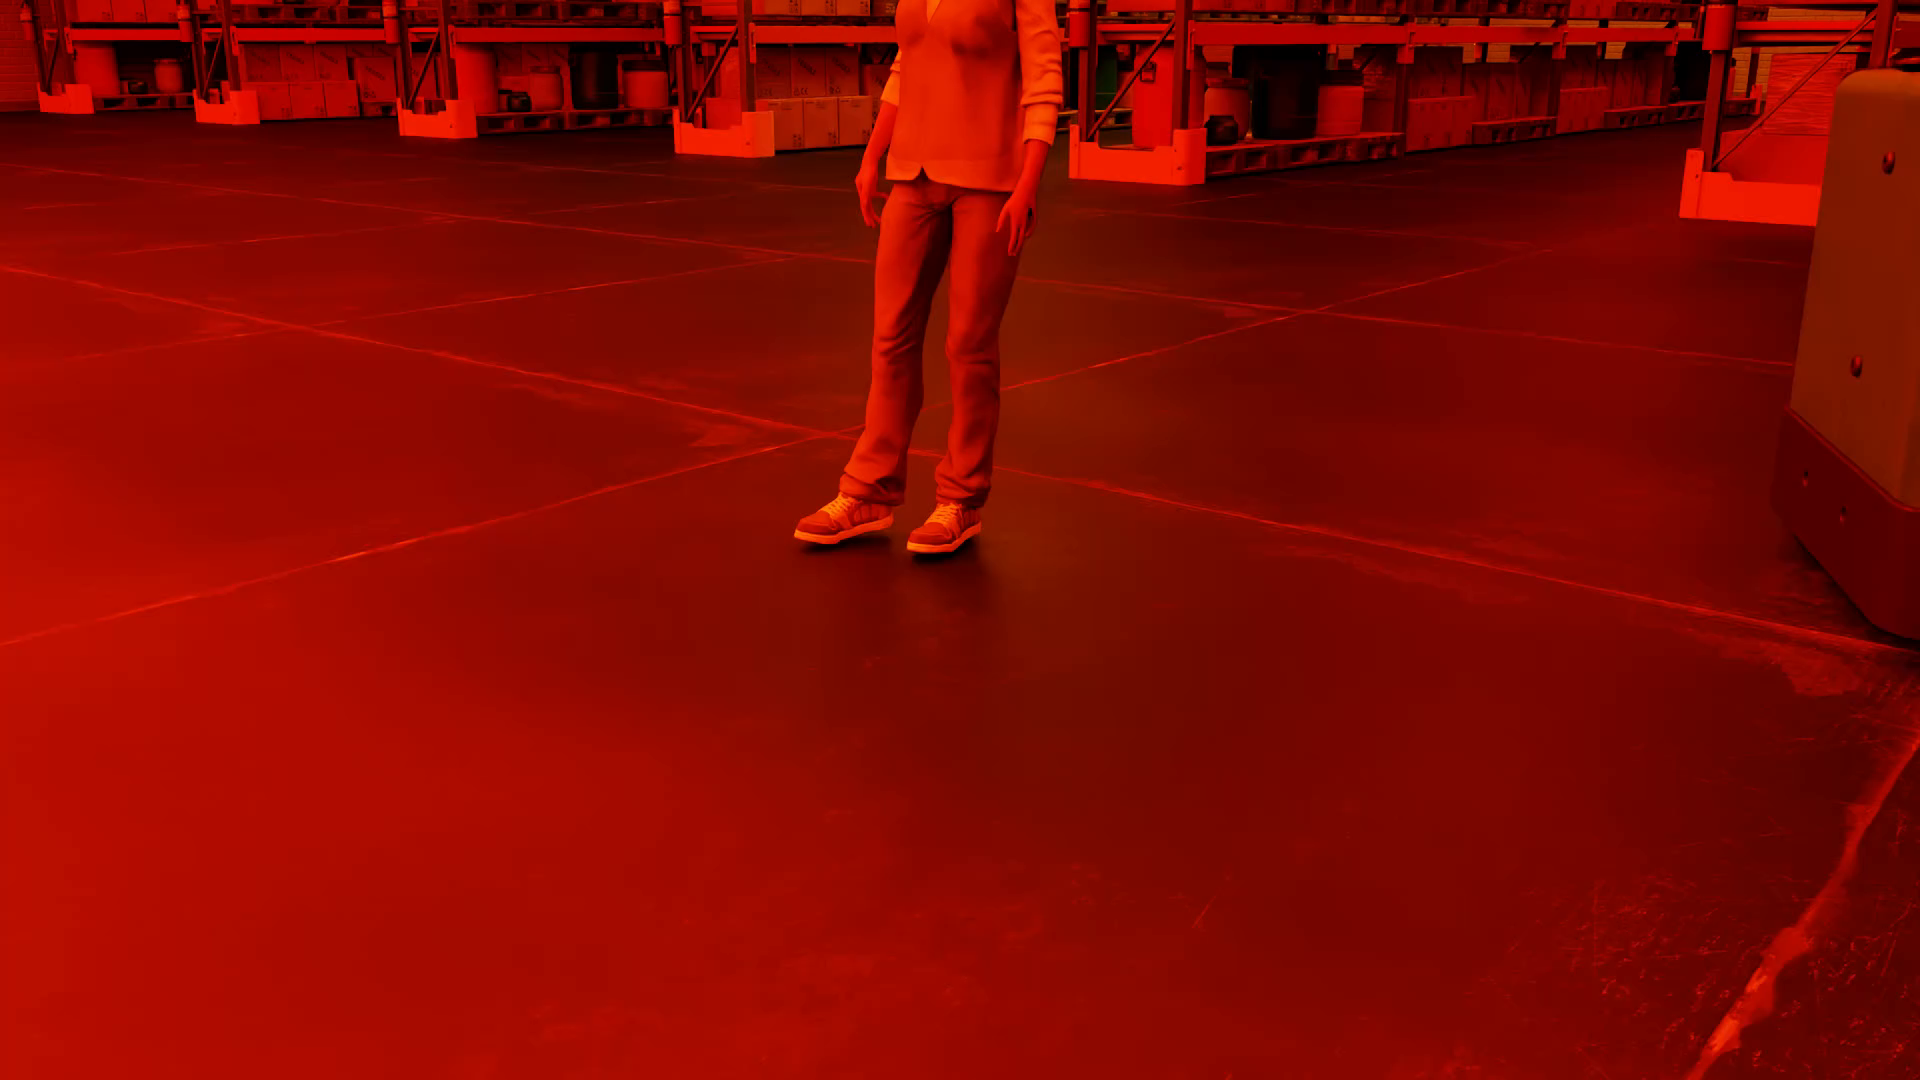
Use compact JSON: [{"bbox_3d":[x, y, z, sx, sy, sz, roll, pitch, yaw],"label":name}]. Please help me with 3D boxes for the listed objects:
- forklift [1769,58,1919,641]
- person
[{"bbox_3d":[3.310,-1.197,2.838,3.031,2.935,1.130,4,17,12],"label":"forklift"},{"bbox_3d":[-0.058,-0.756,3.661,0.521,1.599,0.473,13,21,37],"label":"person"}]
